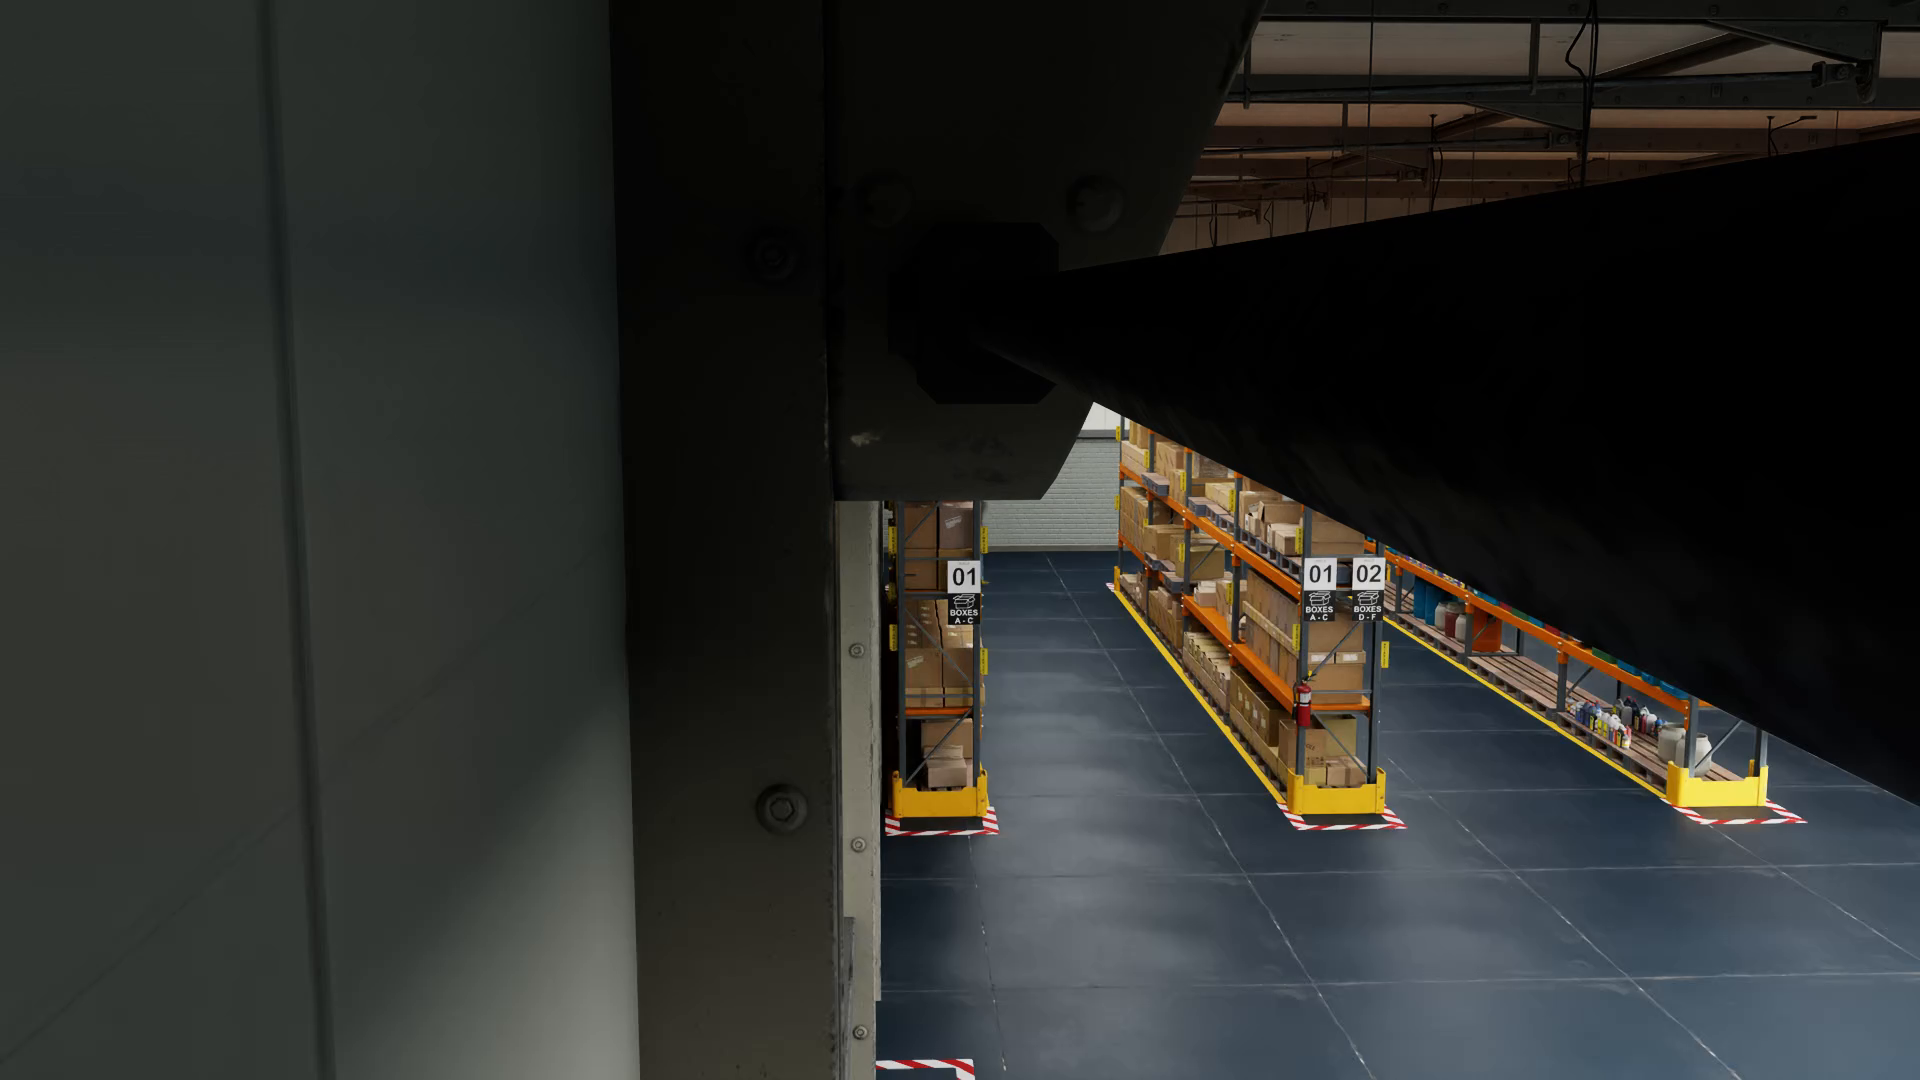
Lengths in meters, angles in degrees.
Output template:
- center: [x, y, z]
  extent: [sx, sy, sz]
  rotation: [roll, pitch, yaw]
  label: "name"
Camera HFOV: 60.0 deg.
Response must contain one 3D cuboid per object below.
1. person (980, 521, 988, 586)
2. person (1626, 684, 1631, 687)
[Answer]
- center: [0.304, 0.139, 37.177]
  extent: [0.642, 1.734, 0.998]
  rotation: [-4, 9, -25]
  label: "person"
- center: [11.132, 1.583, 27.374]
  extent: [0.367, 1.675, 0.509]
  rotation: [1, 8, 6]
  label: "person"
